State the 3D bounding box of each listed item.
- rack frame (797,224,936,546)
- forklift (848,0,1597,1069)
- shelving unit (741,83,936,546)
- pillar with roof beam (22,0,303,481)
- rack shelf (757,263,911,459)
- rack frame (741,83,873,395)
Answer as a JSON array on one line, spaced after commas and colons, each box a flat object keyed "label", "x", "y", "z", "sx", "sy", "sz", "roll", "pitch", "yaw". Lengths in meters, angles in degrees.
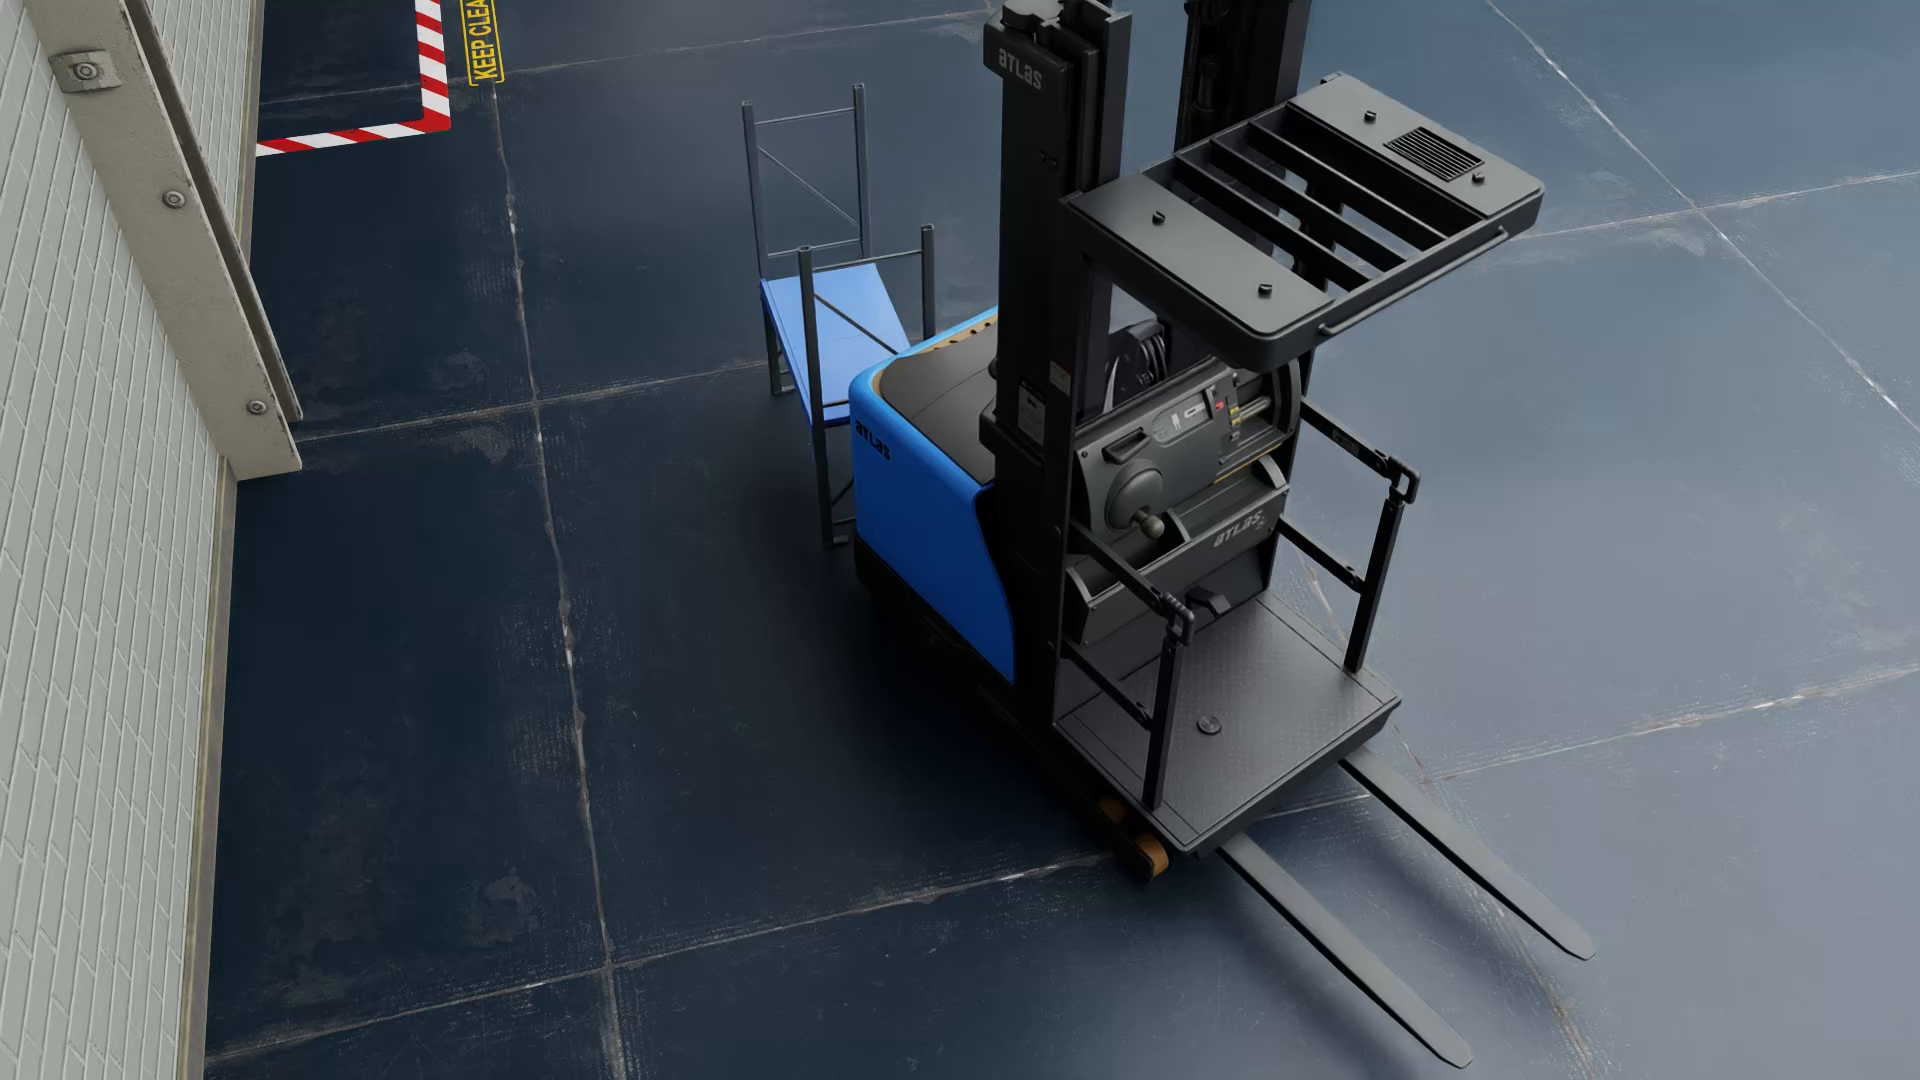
[{"label": "rack frame", "x": -0.336, "y": -0.560, "z": 6.499, "sx": 0.500, "sy": 1.500, "sz": 0.032, "roll": -12, "pitch": 47, "yaw": -12}, {"label": "forklift", "x": 0.873, "y": -0.247, "z": 5.190, "sx": 1.130, "sy": 2.935, "sz": 3.031, "roll": -29, "pitch": 52, "yaw": -25}, {"label": "shelving unit", "x": -0.481, "y": -0.908, "z": 6.840, "sx": 0.538, "sy": 1.500, "sz": 1.048, "roll": -12, "pitch": 47, "yaw": -12}, {"label": "pillar with roof beam", "x": 1.070, "y": -4.354, "z": 4.967, "sx": 9.100, "sy": 9.000, "sz": 0.400, "roll": -11, "pitch": 47, "yaw": -10}, {"label": "rack shelf", "x": -0.482, "y": -0.782, "z": 6.969, "sx": 0.538, "sy": 0.185, "sz": 1.000, "roll": -12, "pitch": 47, "yaw": -12}, {"label": "rack frame", "x": -0.627, "y": -1.256, "z": 7.181, "sx": 0.500, "sy": 1.500, "sz": 0.032, "roll": -12, "pitch": 47, "yaw": -12}]
